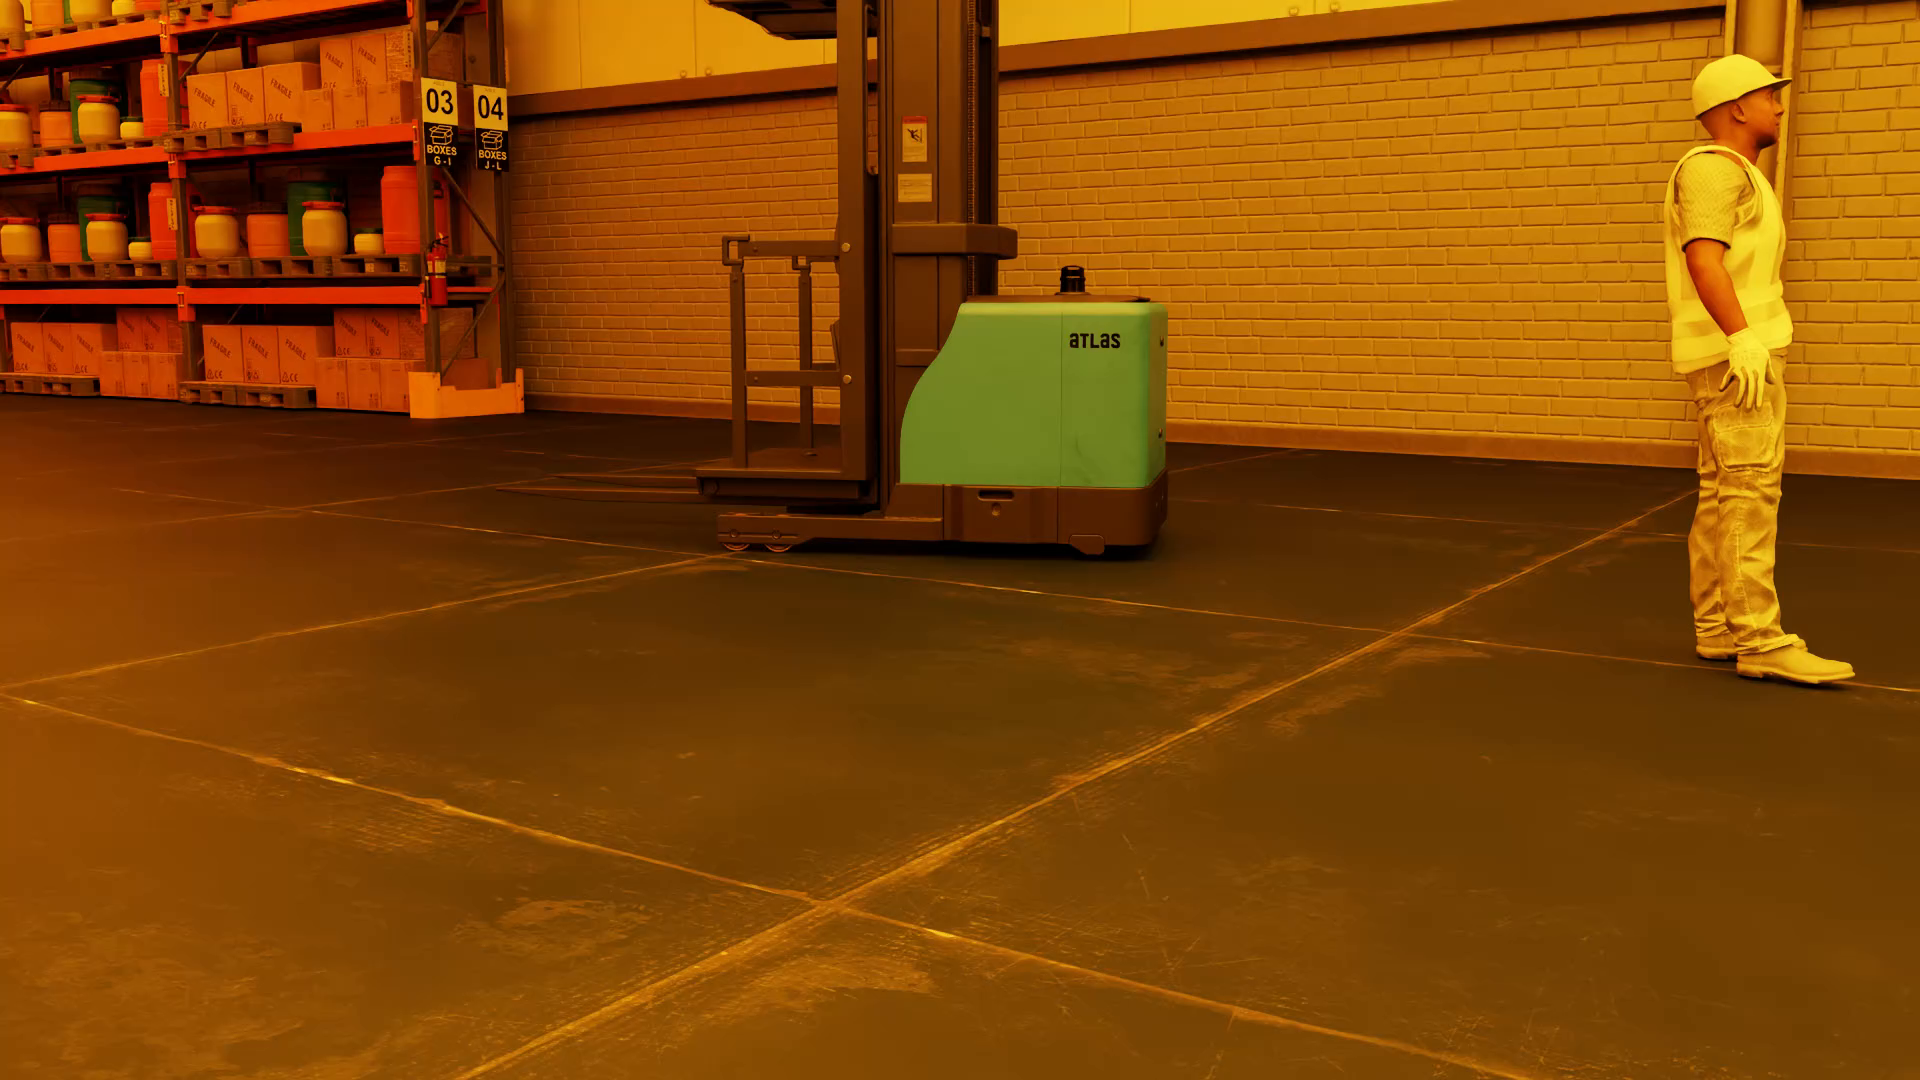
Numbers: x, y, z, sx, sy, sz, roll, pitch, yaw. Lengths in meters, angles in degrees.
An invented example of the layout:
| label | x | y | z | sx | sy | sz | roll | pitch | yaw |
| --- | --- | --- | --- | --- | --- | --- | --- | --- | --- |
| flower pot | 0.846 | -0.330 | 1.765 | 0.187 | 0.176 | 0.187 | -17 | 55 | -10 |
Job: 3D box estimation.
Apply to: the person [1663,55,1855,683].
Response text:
| label | x | y | z | sx | sy | sz | roll | pitch | yaw |
| --- | --- | --- | --- | --- | --- | --- | --- | --- | --- |
| person | 2.358 | -0.522 | 4.888 | 0.577 | 1.782 | 0.657 | 4 | 9 | 26 |

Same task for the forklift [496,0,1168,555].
| label | x | y | z | sx | sy | sz | roll | pitch | yaw |
| --- | --- | --- | --- | --- | --- | --- | --- | --- | --- |
| forklift | -0.596 | -1.469 | 7.520 | 3.031 | 2.935 | 1.130 | 2 | 8 | 12 |
